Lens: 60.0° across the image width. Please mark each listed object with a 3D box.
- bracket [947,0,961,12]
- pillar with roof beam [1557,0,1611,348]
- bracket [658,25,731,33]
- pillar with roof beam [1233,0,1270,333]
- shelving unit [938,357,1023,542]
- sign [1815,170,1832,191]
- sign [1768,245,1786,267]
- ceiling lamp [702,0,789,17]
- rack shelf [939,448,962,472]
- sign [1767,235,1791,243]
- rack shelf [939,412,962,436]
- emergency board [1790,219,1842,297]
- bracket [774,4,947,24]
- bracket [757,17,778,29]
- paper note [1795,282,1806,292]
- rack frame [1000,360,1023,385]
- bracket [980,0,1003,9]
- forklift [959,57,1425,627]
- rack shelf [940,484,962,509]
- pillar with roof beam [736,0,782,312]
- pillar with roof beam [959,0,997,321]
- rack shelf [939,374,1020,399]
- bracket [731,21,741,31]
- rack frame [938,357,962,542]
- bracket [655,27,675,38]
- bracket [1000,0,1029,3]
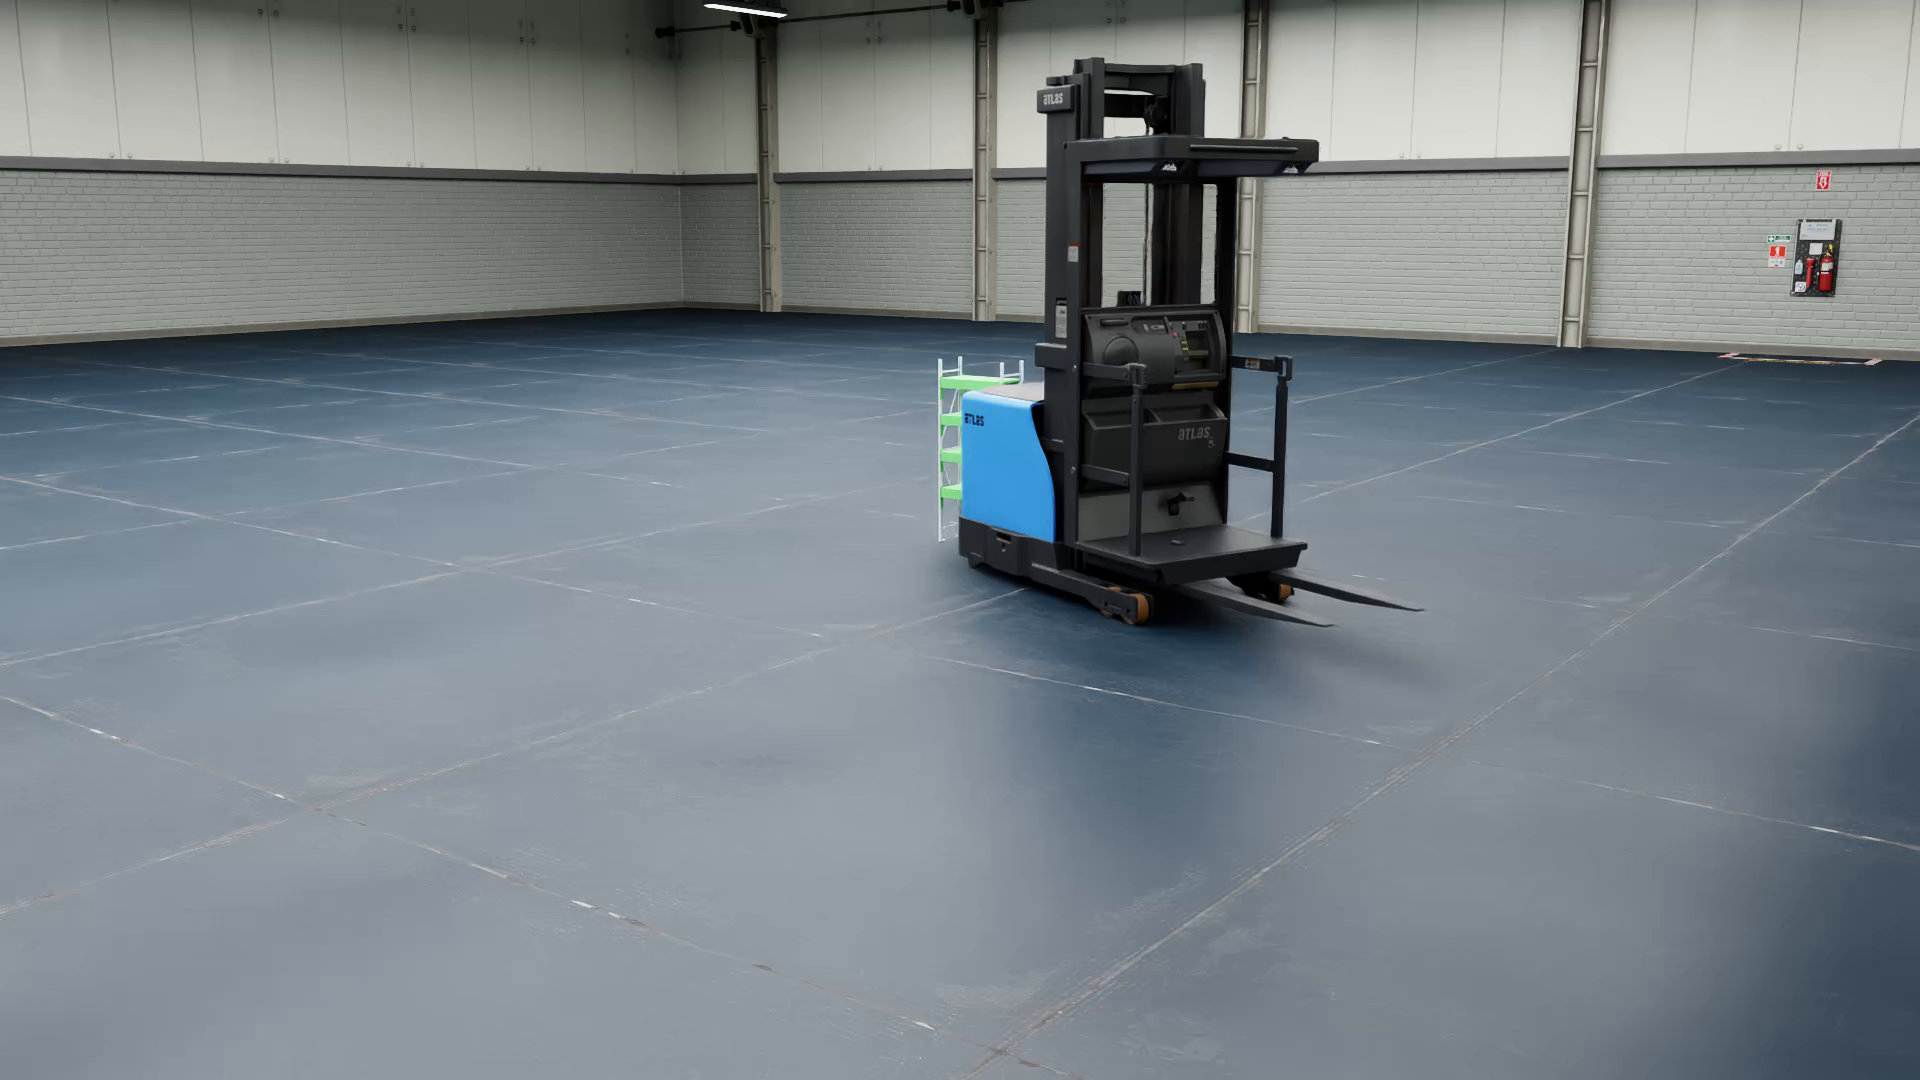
[{"bbox_3d":[-0.038,-10.746,33.406,0.430,0.232,0.235,8,13,36],"label":"bracket"},{"bbox_3d":[7.631,-6.978,23.407,0.400,9.000,9.100,8,13,36],"label":"pillar with roof beam"},{"bbox_3d":[-6.308,-11.620,37.927,3.189,0.066,0.076,8,13,36],"label":"bracket"},{"bbox_3d":[2.795,-7.653,26.894,0.400,9.000,9.100,8,13,36],"label":"pillar with roof beam"},{"bbox_3d":[0.133,-0.570,10.820,0.503,1.200,0.258,8,13,36],"label":"shelving unit"},{"bbox_3d":[13.098,-5.455,25.227,0.199,0.298,0.001,8,13,36],"label":"sign"},{"bbox_3d":[12.661,-4.396,25.763,0.234,0.329,0.001,8,13,36],"label":"sign"},{"bbox_3d":[-4.151,-11.333,30.549,0.800,3.185,2.000,8,13,36],"label":"ceiling lamp"},{"bbox_3d":[0.133,-0.508,10.832,0.480,0.148,0.258,8,13,36],"label":"rack shelf"},{"bbox_3d":[12.660,-4.655,25.703,0.331,0.109,0.001,8,13,36],"label":"sign"},{"bbox_3d":[0.133,-0.743,10.786,0.480,0.148,0.258,8,13,36],"label":"rack shelf"},{"bbox_3d":[13.046,-4.301,25.363,0.643,1.169,0.194,8,13,36],"label":"emergency board"},{"bbox_3d":[-2.128,-11.037,34.913,4.783,0.066,0.076,8,13,36],"label":"bracket"},{"bbox_3d":[-4.205,-11.327,36.411,0.430,0.232,0.235,8,13,36],"label":"bracket"},{"bbox_3d":[12.944,-3.899,25.605,0.142,0.148,0.016,8,13,36],"label":"paper note"},{"bbox_3d":[0.330,-0.543,10.678,0.015,1.200,0.240,8,13,36],"label":"rack frame"},{"bbox_3d":[0.632,-10.652,32.924,0.430,0.232,0.235,8,13,36],"label":"bracket"},{"bbox_3d":[1.196,-1.096,8.980,1.130,2.935,3.031,-7,13,-31],"label":"forklift"},{"bbox_3d":[0.133,-0.272,10.877,0.480,0.148,0.258,8,13,36],"label":"rack shelf"},{"bbox_3d":[-6.877,-9.002,33.868,0.548,9.000,9.100,8,13,36],"label":"pillar with roof beam"},{"bbox_3d":[-2.041,-8.327,30.381,0.548,9.000,9.100,8,13,36],"label":"pillar with roof beam"},{"bbox_3d":[0.133,-0.979,10.740,0.480,0.148,0.258,8,13,36],"label":"rack shelf"},{"bbox_3d":[-4.874,-11.420,36.893,0.430,0.232,0.235,8,13,36],"label":"bracket"},{"bbox_3d":[-0.063,-0.598,10.961,0.015,1.200,0.240,8,13,36],"label":"rack frame"},{"bbox_3d":[-6.784,-11.687,38.270,0.430,0.232,0.235,8,13,36],"label":"bracket"},{"bbox_3d":[2.708,-10.363,31.426,4.783,0.066,0.076,8,13,36],"label":"bracket"}]
